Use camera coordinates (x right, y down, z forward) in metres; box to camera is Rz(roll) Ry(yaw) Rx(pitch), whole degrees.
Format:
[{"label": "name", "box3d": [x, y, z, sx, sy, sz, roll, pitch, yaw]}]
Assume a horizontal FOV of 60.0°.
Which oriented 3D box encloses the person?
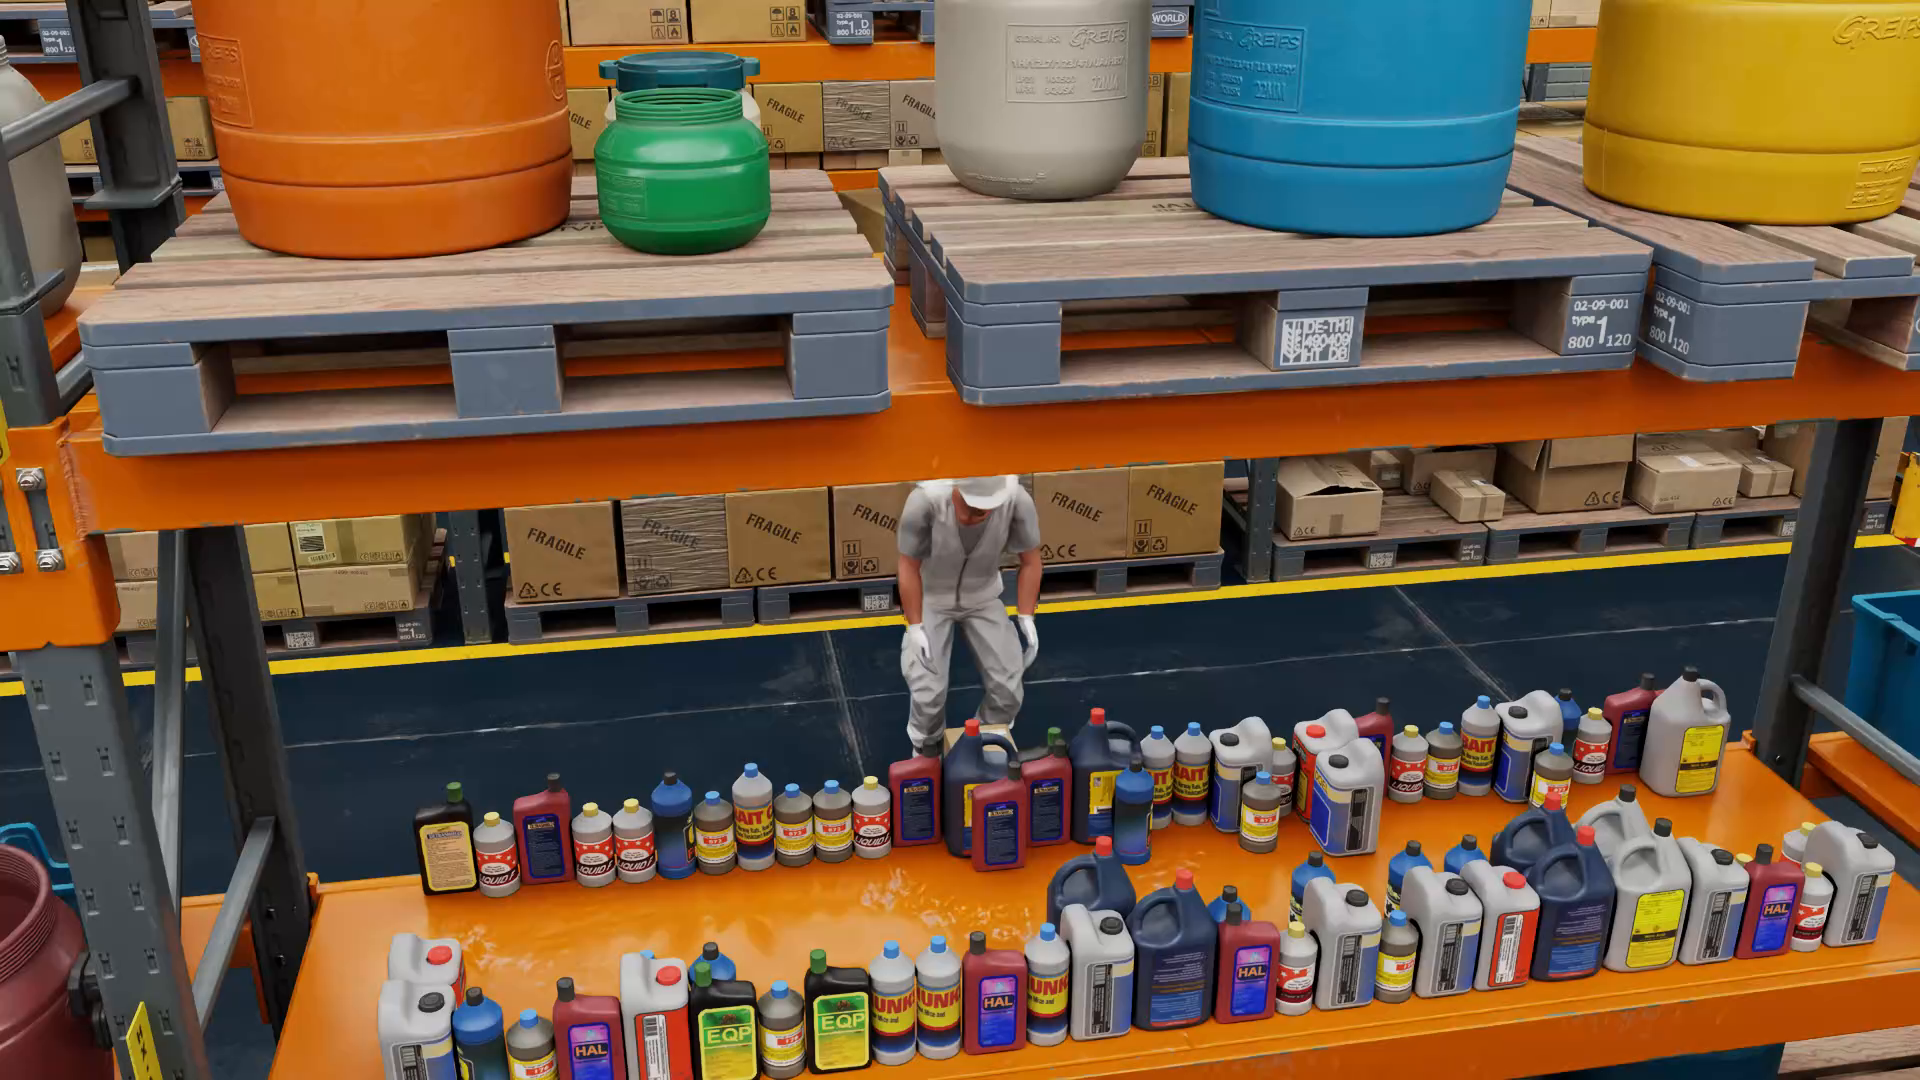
[{"label": "person", "box3d": [0.036, 0.299, 6.632, 0.575, 1.580, 0.647, -4, 23, -9]}]
